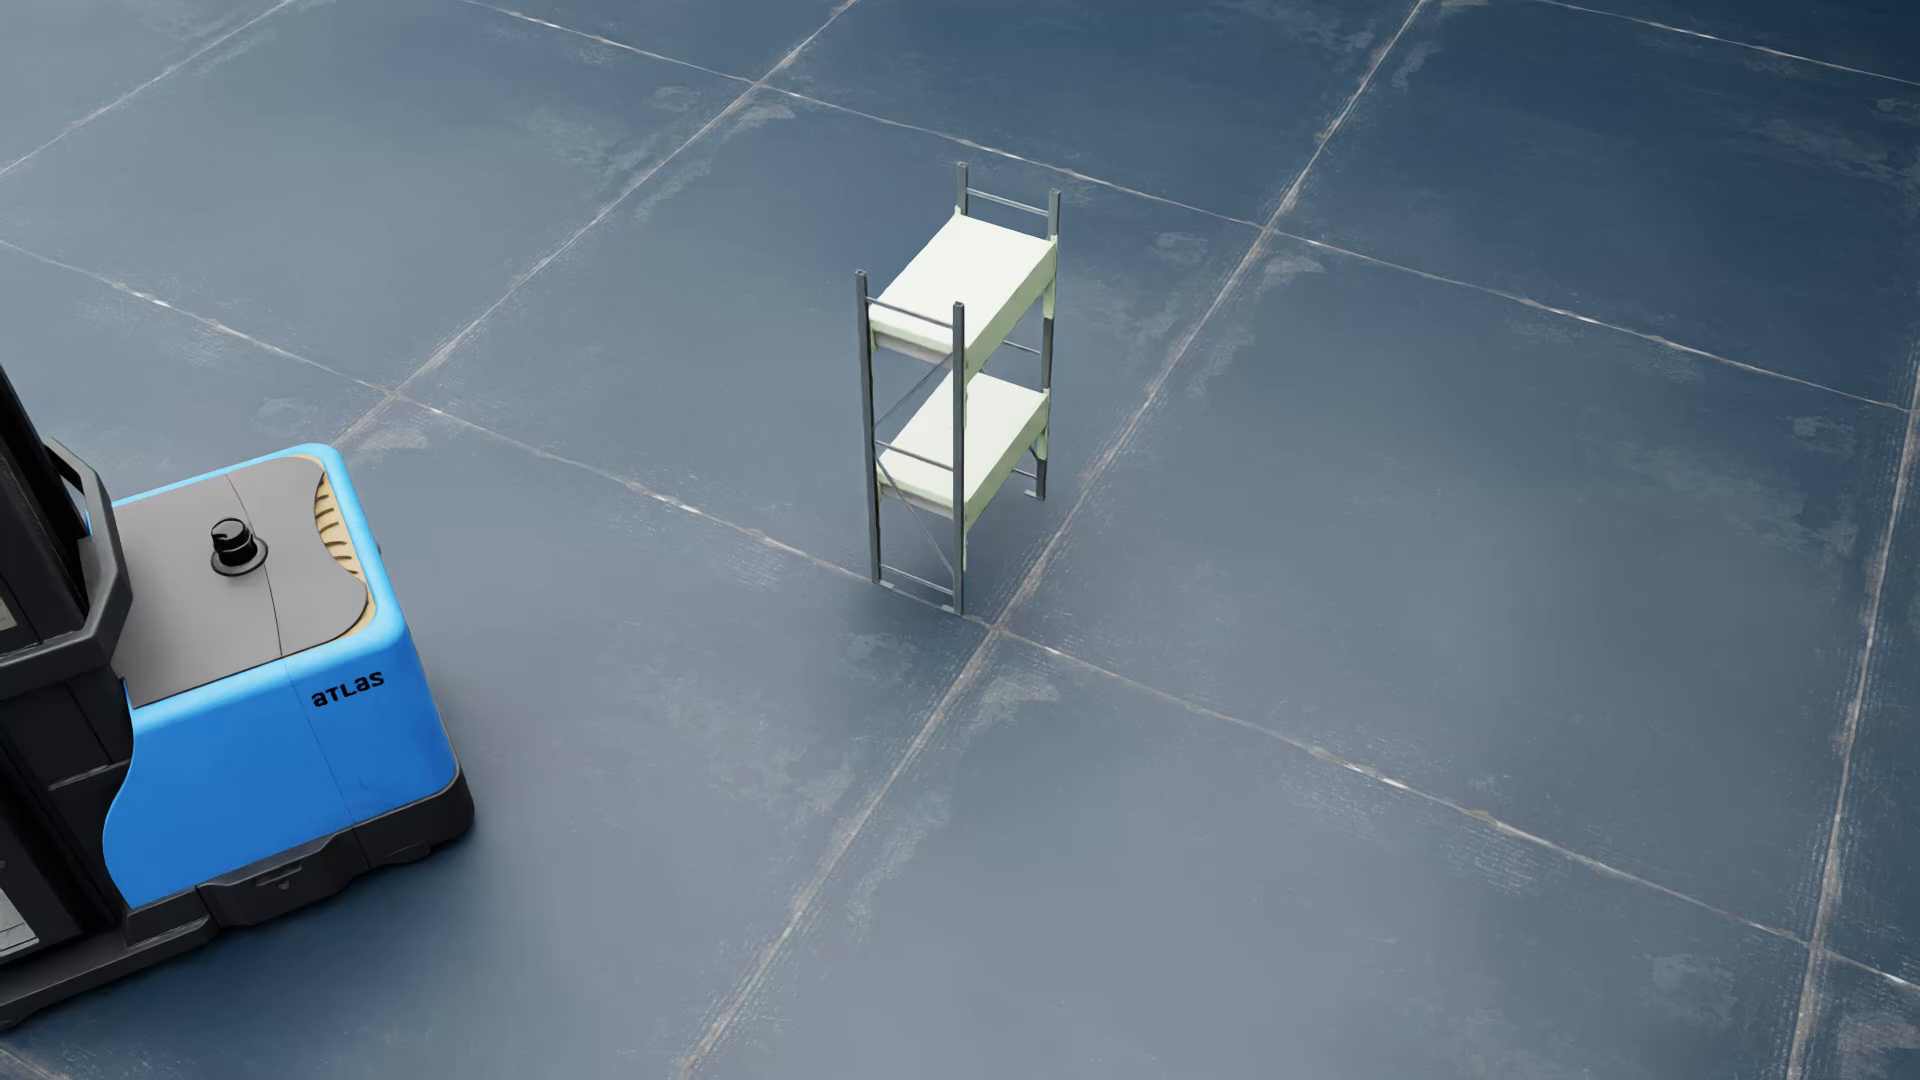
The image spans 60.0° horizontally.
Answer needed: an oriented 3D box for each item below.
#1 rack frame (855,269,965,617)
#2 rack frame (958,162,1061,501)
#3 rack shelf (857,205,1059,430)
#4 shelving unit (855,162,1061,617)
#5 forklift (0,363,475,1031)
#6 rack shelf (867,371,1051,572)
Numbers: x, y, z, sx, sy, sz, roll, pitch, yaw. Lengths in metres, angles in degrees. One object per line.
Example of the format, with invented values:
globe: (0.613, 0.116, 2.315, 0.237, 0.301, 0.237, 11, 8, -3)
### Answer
rack frame: (-0.167, -0.301, 5.993, 0.400, 1.500, 0.023, 20, 49, 19)
rack frame: (0.173, -0.762, 6.449, 0.400, 1.500, 0.023, 20, 49, 19)
rack shelf: (0.003, -0.806, 5.943, 0.431, 0.370, 0.720, 20, 49, 19)
shelving unit: (0.003, -0.531, 6.221, 0.431, 1.500, 0.755, 20, 49, 19)
forklift: (-3.218, 0.165, 4.526, 3.031, 2.935, 1.130, -20, 49, -19)
rack shelf: (0.003, -0.302, 6.453, 0.431, 0.370, 0.720, 20, 49, 19)
